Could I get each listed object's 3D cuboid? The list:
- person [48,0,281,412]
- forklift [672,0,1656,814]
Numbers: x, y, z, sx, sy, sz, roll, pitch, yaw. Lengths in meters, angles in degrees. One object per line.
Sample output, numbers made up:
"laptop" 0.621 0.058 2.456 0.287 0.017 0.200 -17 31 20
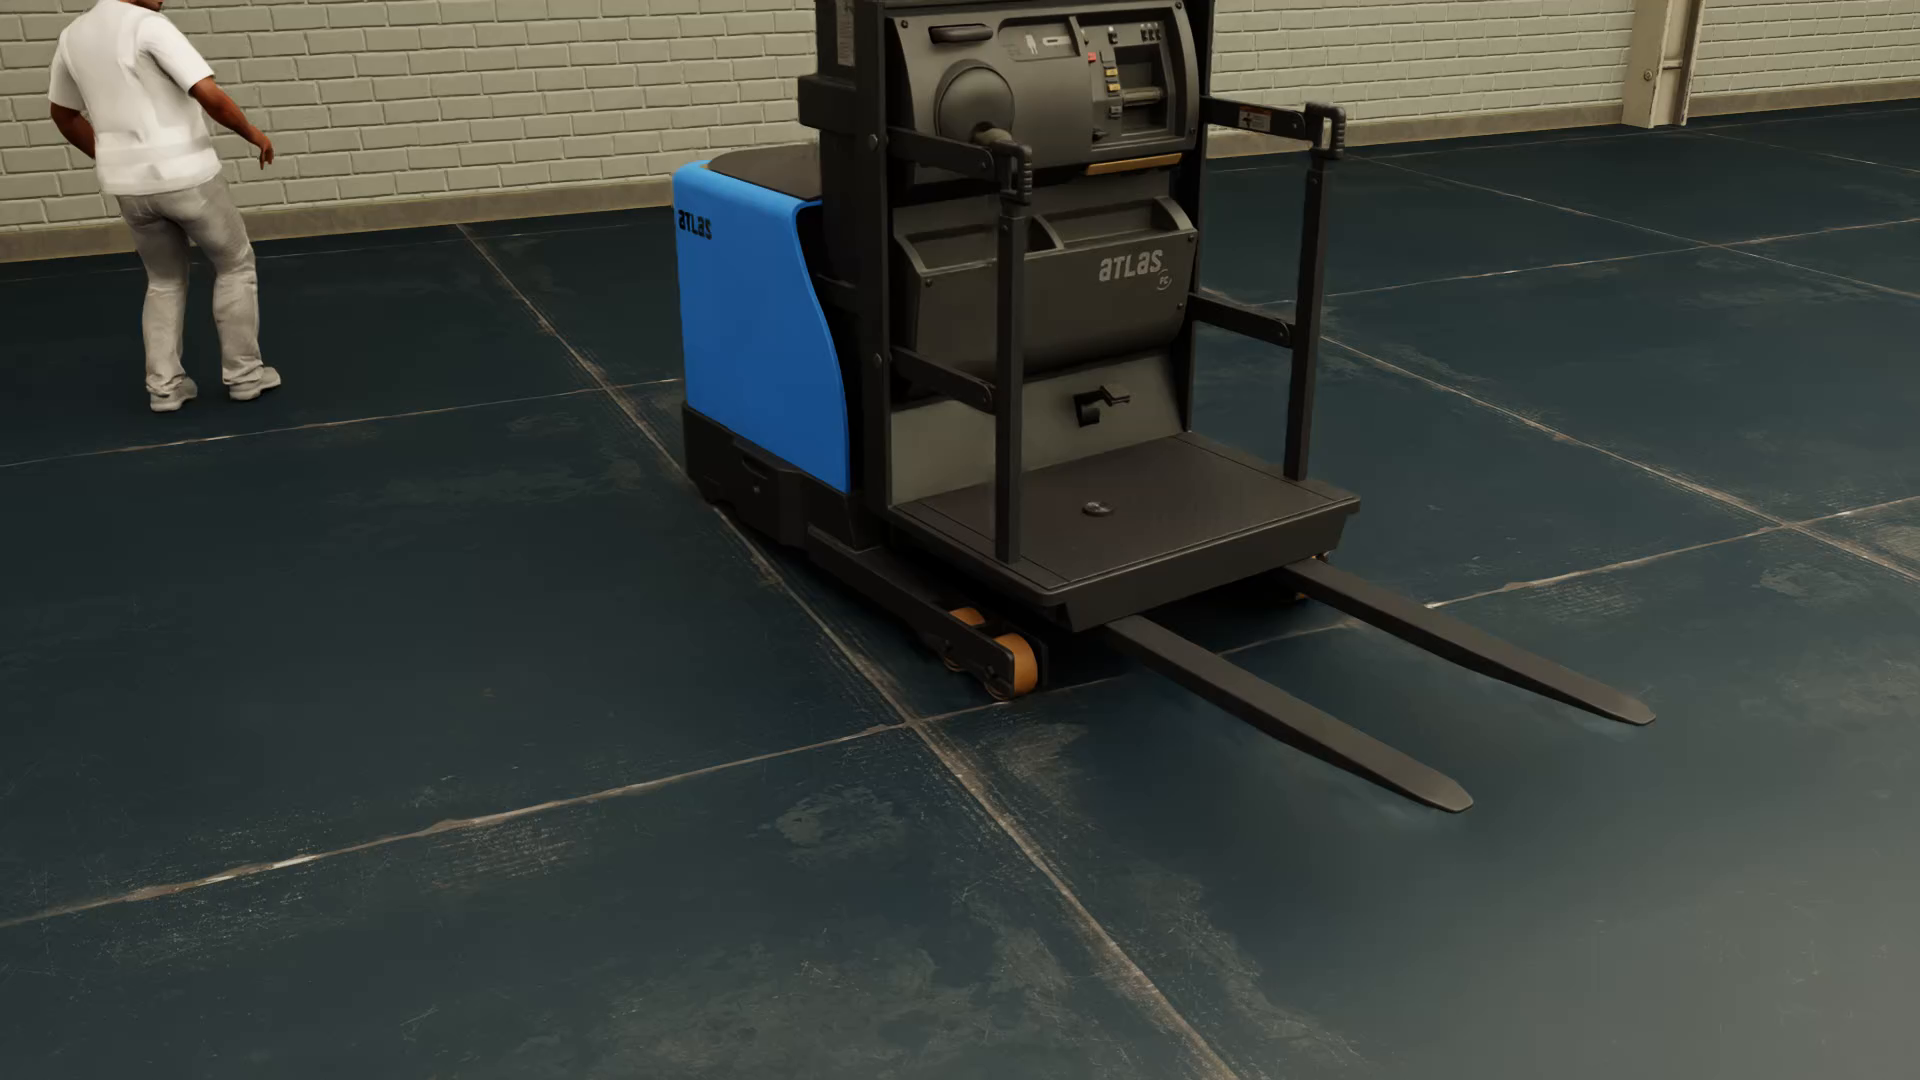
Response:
"person" -2.917 -1.338 6.118 0.800 1.713 0.519 5 23 12
"forklift" 0.364 -1.164 4.088 1.130 2.935 3.031 -15 27 -32
